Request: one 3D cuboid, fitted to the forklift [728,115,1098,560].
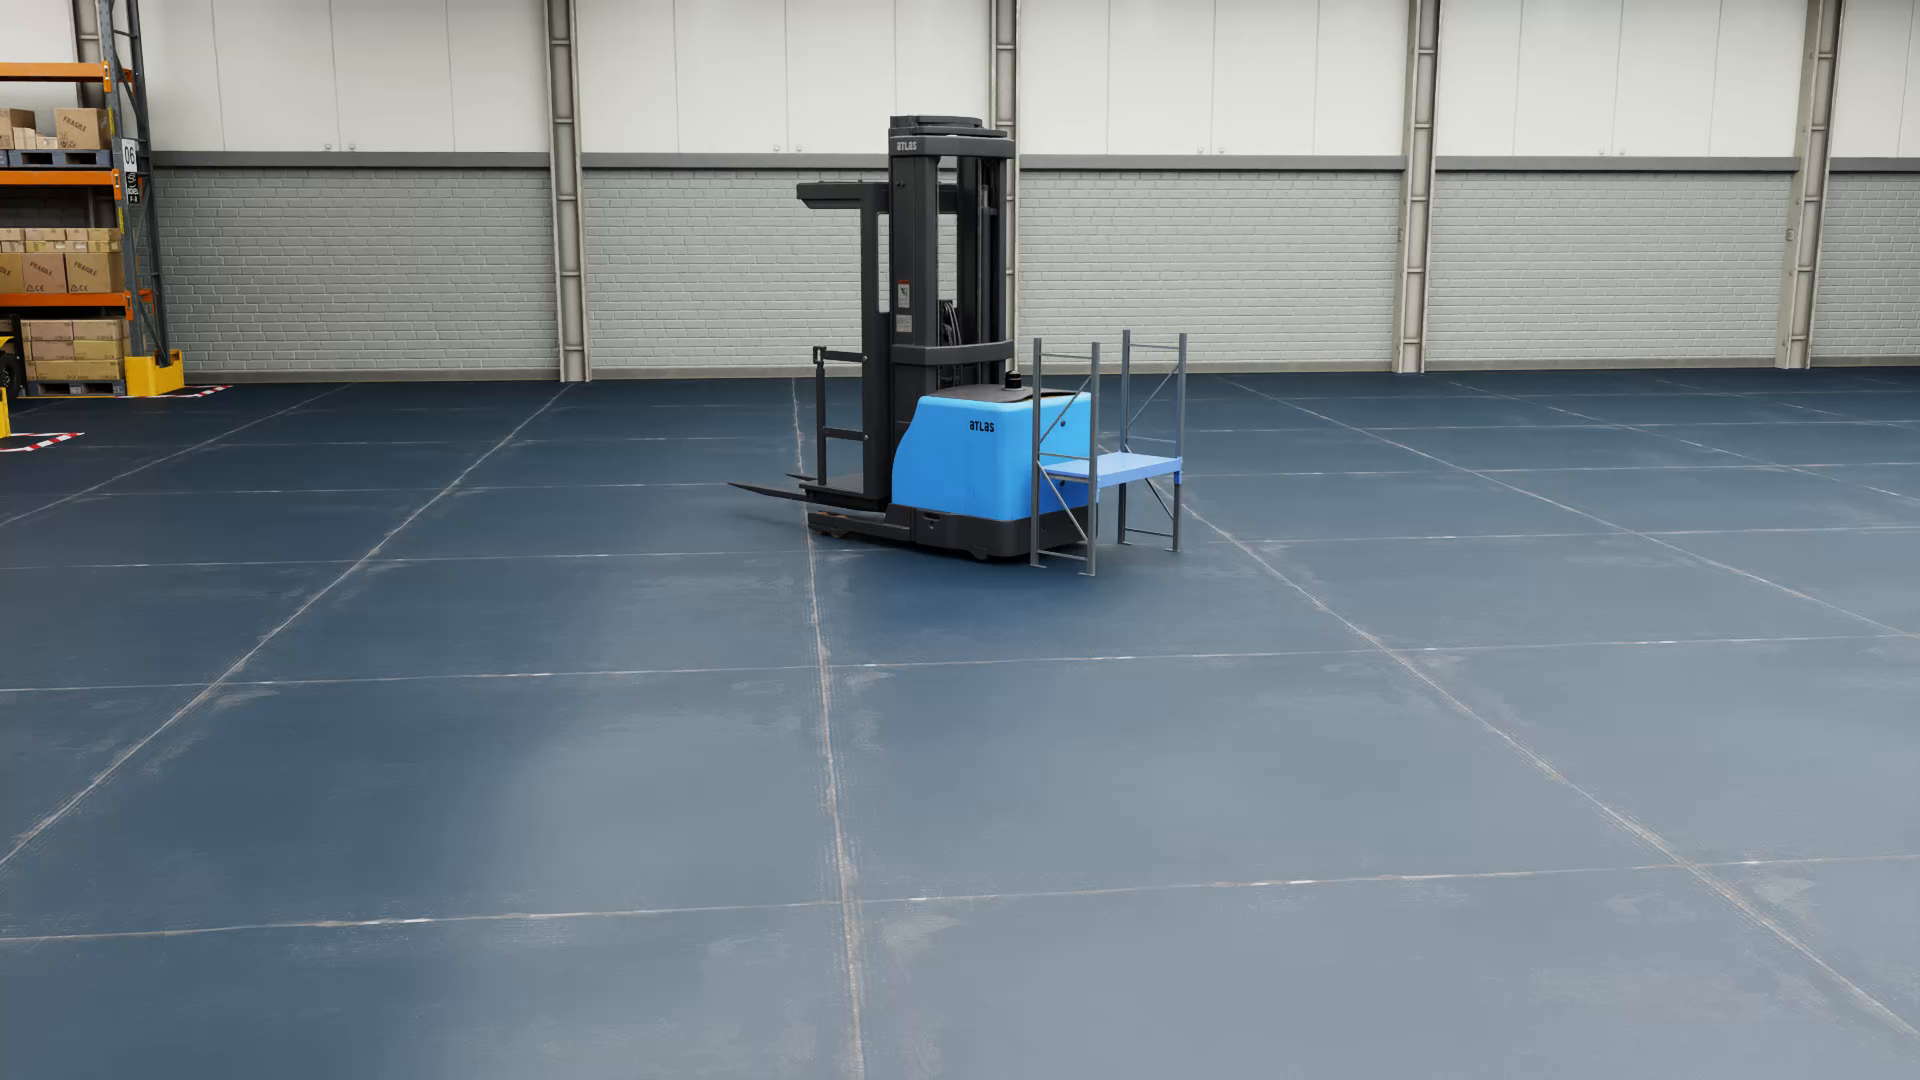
[{"bbox_3d":[-0.469,-1.519,11.999,3.031,2.935,1.130,10,15,41],"label":"forklift"}]

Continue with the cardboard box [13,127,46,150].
[{"bbox_3d":[-11.569,-4.992,20.710,0.258,0.266,0.396,-1,11,-6],"label":"cardboard box"}]

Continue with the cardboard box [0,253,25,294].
[{"bbox_3d":[-12.013,-3.381,21.029,0.500,0.500,0.500,-1,11,-7],"label":"cardboard box"}]

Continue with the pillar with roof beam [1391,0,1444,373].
[{"bbox_3d":[7.044,-6.063,19.382,0.400,9.000,9.100,-1,11,-6],"label":"pillar with roof beam"}]

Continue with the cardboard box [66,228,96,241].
[{"bbox_3d":[-11.101,-3.866,21.047,0.250,0.149,0.380,-1,11,-6],"label":"cardboard box"}]

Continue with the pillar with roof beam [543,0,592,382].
[{"bbox_3d":[-4.885,-5.813,18.111,0.400,9.000,9.100,-1,11,-6],"label":"pillar with roof beam"}]

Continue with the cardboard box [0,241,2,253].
[{"bbox_3d":[-12.113,-3.687,20.906,0.250,0.149,0.380,-1,11,-6],"label":"cardboard box"}]

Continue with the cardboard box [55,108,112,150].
[{"bbox_3d":[-10.939,-5.132,20.814,0.500,0.500,0.500,-1,11,-4],"label":"cardboard box"}]

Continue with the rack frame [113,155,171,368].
[{"bbox_3d":[-10.526,-3.412,21.448,0.127,3.000,1.000,-1,11,-6],"label":"rack frame"}]

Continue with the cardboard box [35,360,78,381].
[{"bbox_3d":[-11.454,-2.190,21.271,0.500,0.250,0.500,-1,11,-6],"label":"cardboard box"}]

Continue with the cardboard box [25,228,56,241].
[{"bbox_3d":[-11.614,-3.865,21.039,0.250,0.149,0.380,-1,11,-6],"label":"cardboard box"}]

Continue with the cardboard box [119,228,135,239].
[{"bbox_3d":[-10.883,-3.959,21.520,0.250,0.149,0.380,-1,11,-7],"label":"cardboard box"}]

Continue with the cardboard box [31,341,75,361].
[{"bbox_3d":[-11.476,-2.436,21.225,0.500,0.250,0.500,-1,11,-7],"label":"cardboard box"}]

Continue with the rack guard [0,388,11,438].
[{"bbox_3d":[-10.061,-1.232,16.839,0.348,0.500,1.175,-1,11,-6],"label":"rack guard"}]

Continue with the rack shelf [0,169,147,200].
[{"bbox_3d":[-12.514,-4.489,21.016,4.000,0.370,1.077,-1,11,-6],"label":"rack shelf"}]

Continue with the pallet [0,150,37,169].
[{"bbox_3d":[-12.447,-4.805,20.985,1.213,0.211,1.003,-1,11,-6],"label":"pallet"}]

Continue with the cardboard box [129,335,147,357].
[{"bbox_3d":[-11.015,-2.544,21.777,0.500,0.250,0.500,-1,11,-5],"label":"cardboard box"}]

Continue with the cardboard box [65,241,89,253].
[{"bbox_3d":[-11.091,-3.707,21.009,0.250,0.149,0.380,-1,11,-5],"label":"cardboard box"}]

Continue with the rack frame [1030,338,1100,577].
[{"bbox_3d":[0.670,-0.534,10.686,0.500,1.500,0.032,10,15,39],"label":"rack frame"}]

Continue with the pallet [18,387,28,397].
[{"bbox_3d":[-12.491,-1.995,21.469,1.213,0.211,1.003,-1,11,-6],"label":"pallet"}]

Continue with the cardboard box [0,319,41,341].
[{"bbox_3d":[-11.957,-2.666,21.100,0.500,0.250,0.500,-1,11,-5],"label":"cardboard box"}]

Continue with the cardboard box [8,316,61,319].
[{"bbox_3d":[-12.019,-2.766,21.611,0.500,0.250,0.500,-1,11,-6],"label":"cardboard box"}]

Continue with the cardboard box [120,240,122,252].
[{"bbox_3d":[-10.891,-3.822,21.593,0.250,0.149,0.380,-1,11,-8],"label":"cardboard box"}]

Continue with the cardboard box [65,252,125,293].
[{"bbox_3d":[-10.987,-3.400,21.130,0.500,0.500,0.500,-1,11,-7],"label":"cardboard box"}]

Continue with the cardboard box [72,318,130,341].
[{"bbox_3d":[-10.950,-2.690,21.223,0.500,0.250,0.500,-1,11,-4],"label":"cardboard box"}]

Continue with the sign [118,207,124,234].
[{"bbox_3d":[-10.481,-3.992,20.782,0.005,0.325,0.100,-1,11,-6],"label":"sign"}]

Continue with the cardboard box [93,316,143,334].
[{"bbox_3d":[-11.024,-2.786,21.710,0.500,0.250,0.500,-1,11,-7],"label":"cardboard box"}]

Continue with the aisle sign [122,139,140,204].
[{"bbox_3d":[-10.429,-4.633,20.917,0.004,0.787,0.394,-1,11,-6],"label":"aisle sign"}]

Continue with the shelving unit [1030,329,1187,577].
[{"bbox_3d":[0.994,-0.609,11.070,0.538,1.500,1.048,10,15,39],"label":"shelving unit"}]

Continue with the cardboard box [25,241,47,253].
[{"bbox_3d":[-11.603,-3.711,21.026,0.250,0.149,0.380,-1,11,-6],"label":"cardboard box"}]

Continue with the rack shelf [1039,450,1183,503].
[{"bbox_3d":[0.993,-0.433,11.105,0.538,0.185,1.000,10,15,39],"label":"rack shelf"}]

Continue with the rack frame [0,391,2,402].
[{"bbox_3d":[-9.986,-2.460,16.606,0.127,3.000,1.000,-1,11,-6],"label":"rack frame"}]
